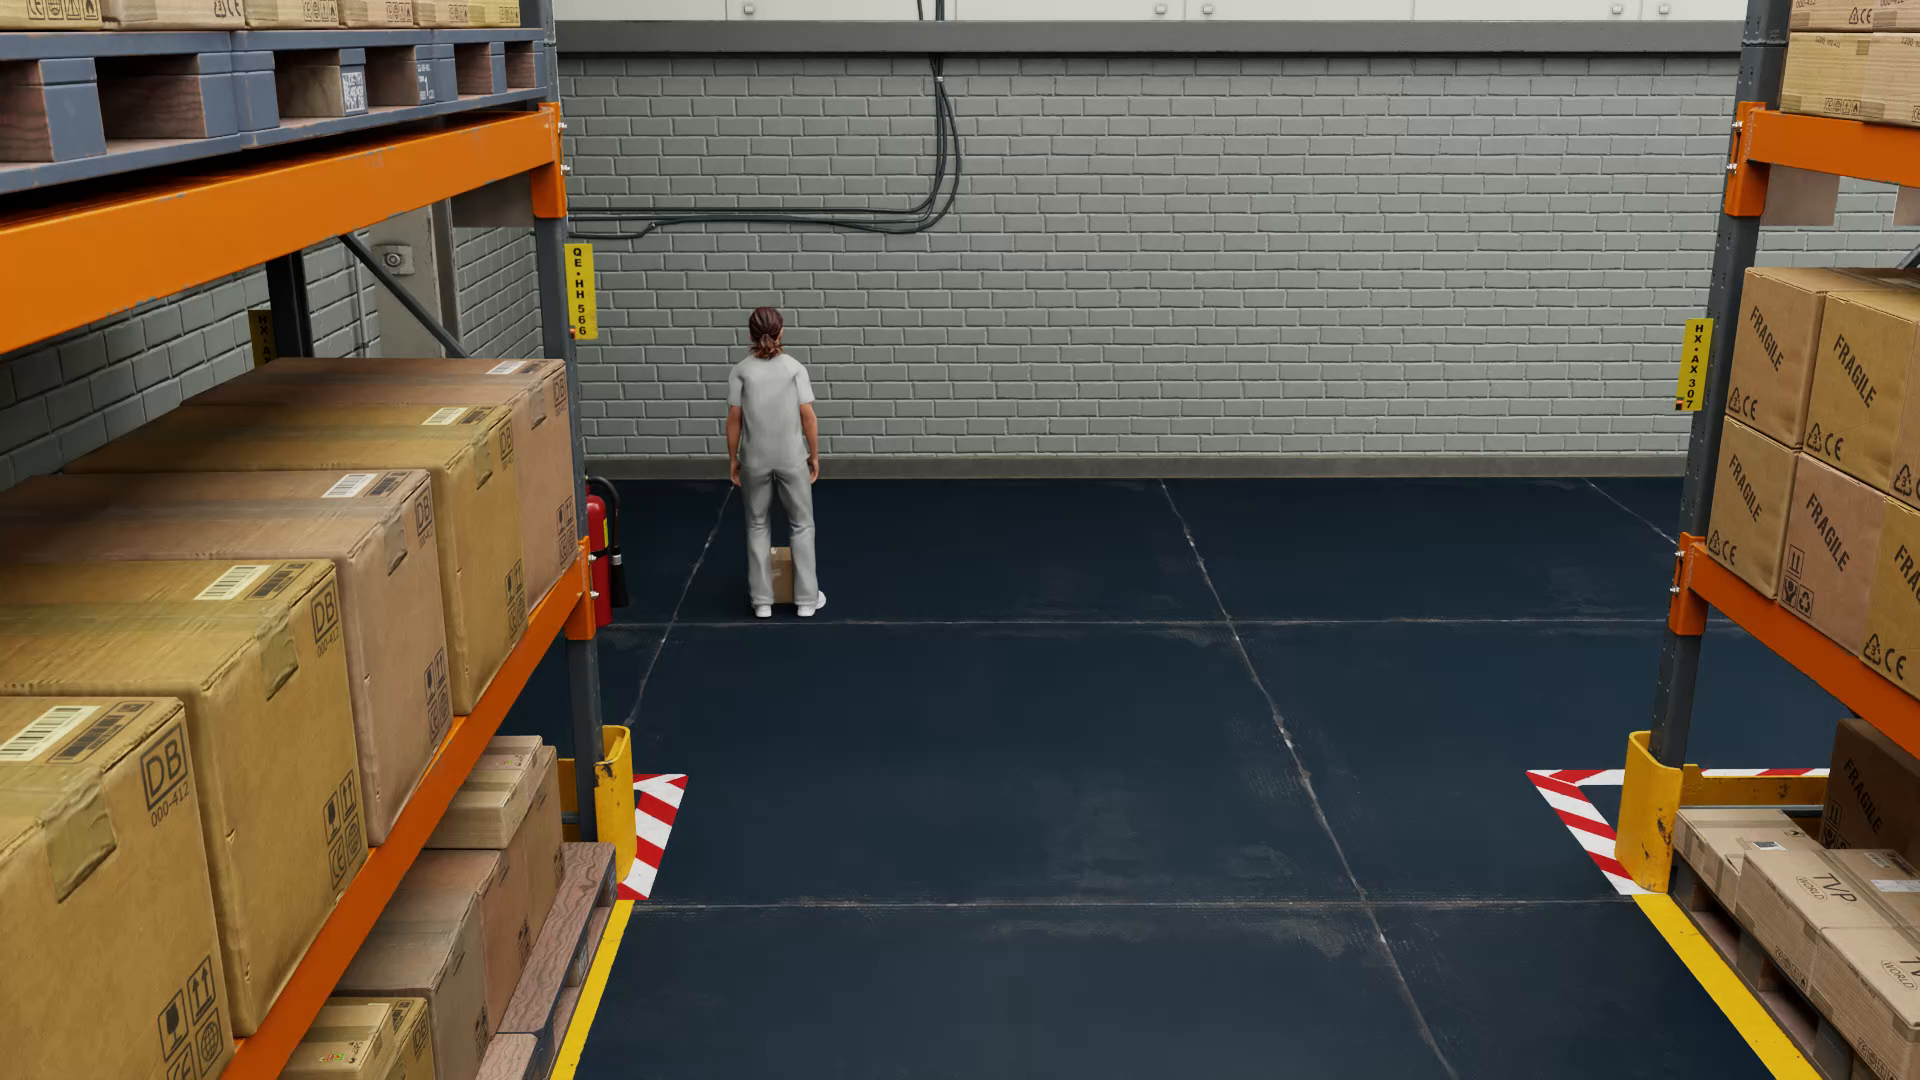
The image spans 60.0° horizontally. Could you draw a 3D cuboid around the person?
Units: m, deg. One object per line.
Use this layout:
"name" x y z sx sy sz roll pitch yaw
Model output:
"person" -0.987 -0.409 8.871 0.500 1.671 0.364 -1 17 -3
